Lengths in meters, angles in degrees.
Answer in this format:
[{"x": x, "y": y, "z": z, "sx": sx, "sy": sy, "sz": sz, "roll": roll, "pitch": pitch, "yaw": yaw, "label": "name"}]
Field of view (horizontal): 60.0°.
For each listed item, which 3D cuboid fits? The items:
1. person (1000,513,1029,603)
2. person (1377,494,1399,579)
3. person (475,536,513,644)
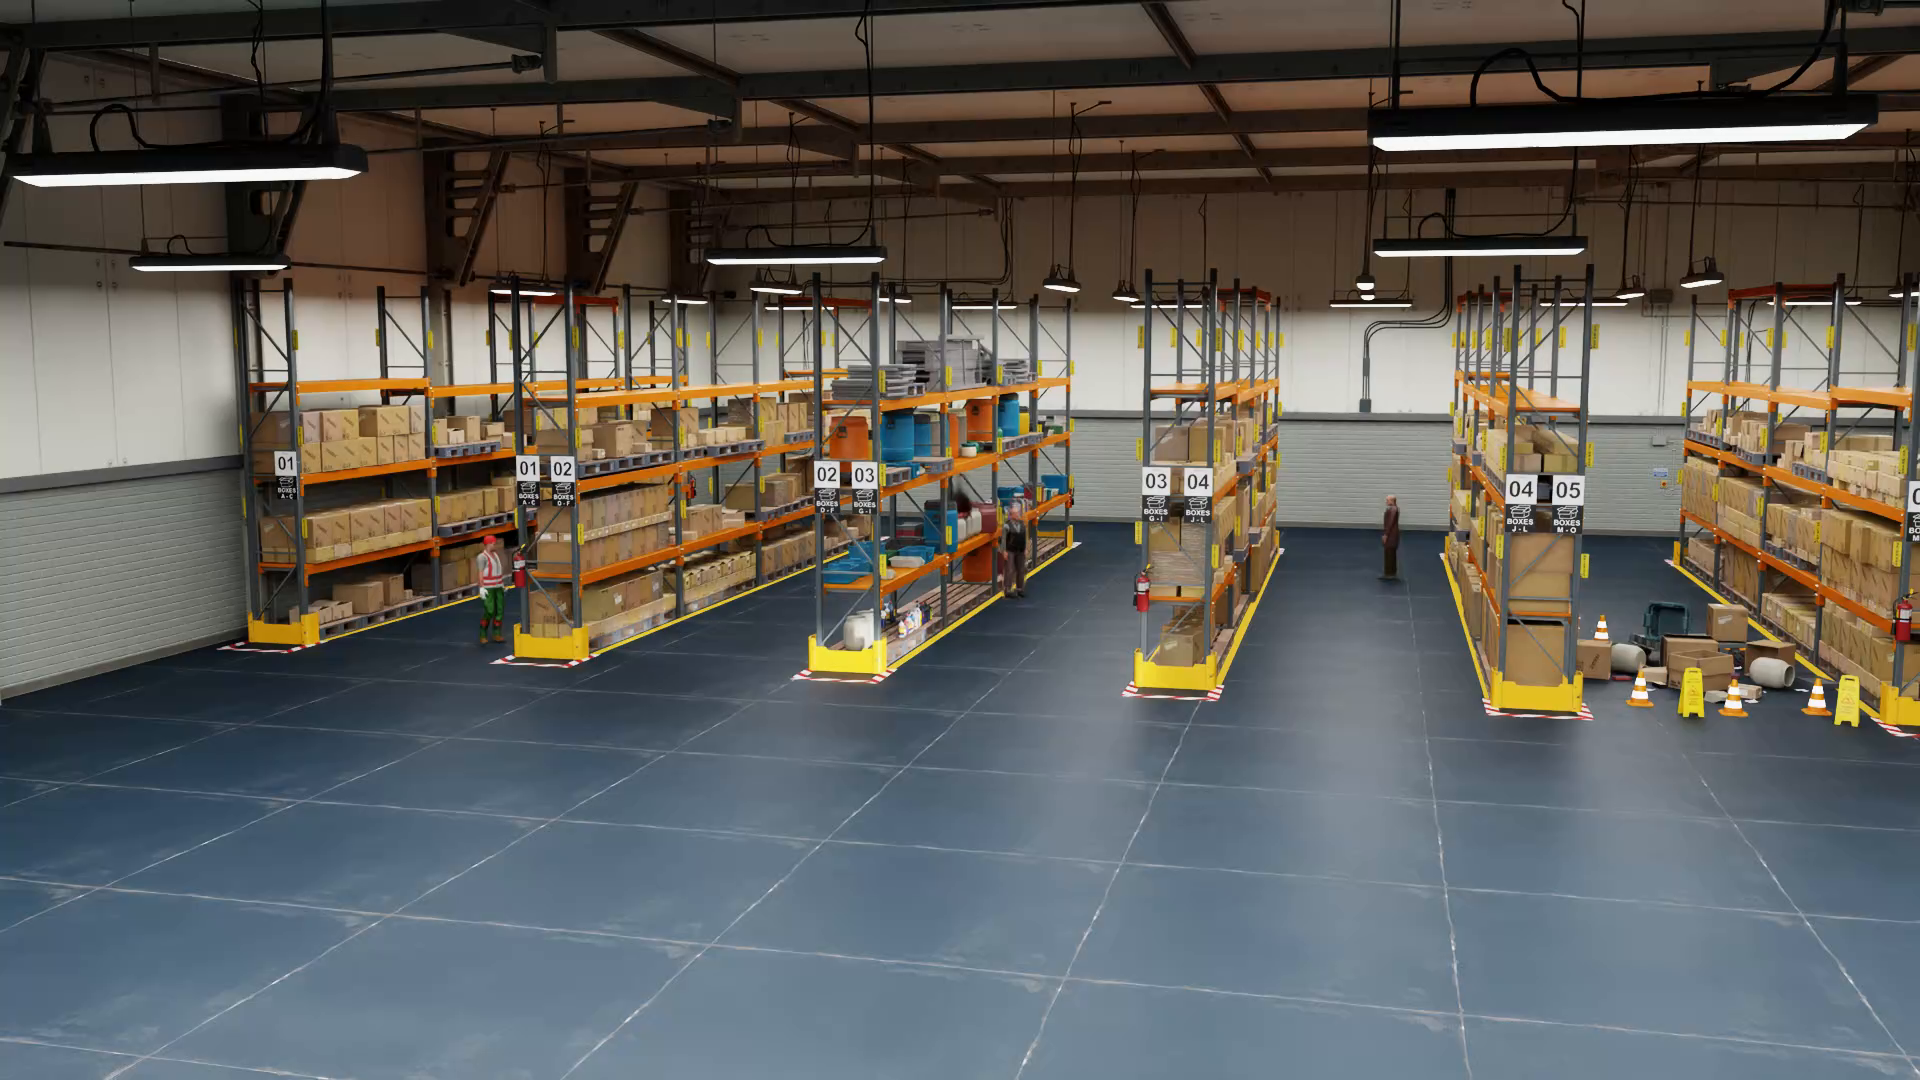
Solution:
[{"x": 1.042, "y": 0.328, "z": 31.471, "sx": 0.604, "sy": 1.718, "sz": 0.501, "roll": -4, "pitch": 8, "yaw": -27, "label": "person"}, {"x": 8.997, "y": -0.022, "z": 34.937, "sx": 0.425, "sy": 1.677, "sz": 0.628, "roll": 1, "pitch": 7, "yaw": 10, "label": "person"}, {"x": -7.792, "y": 0.840, "z": 27.759, "sx": 0.383, "sy": 1.837, "sz": 0.670, "roll": 5, "pitch": 8, "yaw": 35, "label": "person"}]
